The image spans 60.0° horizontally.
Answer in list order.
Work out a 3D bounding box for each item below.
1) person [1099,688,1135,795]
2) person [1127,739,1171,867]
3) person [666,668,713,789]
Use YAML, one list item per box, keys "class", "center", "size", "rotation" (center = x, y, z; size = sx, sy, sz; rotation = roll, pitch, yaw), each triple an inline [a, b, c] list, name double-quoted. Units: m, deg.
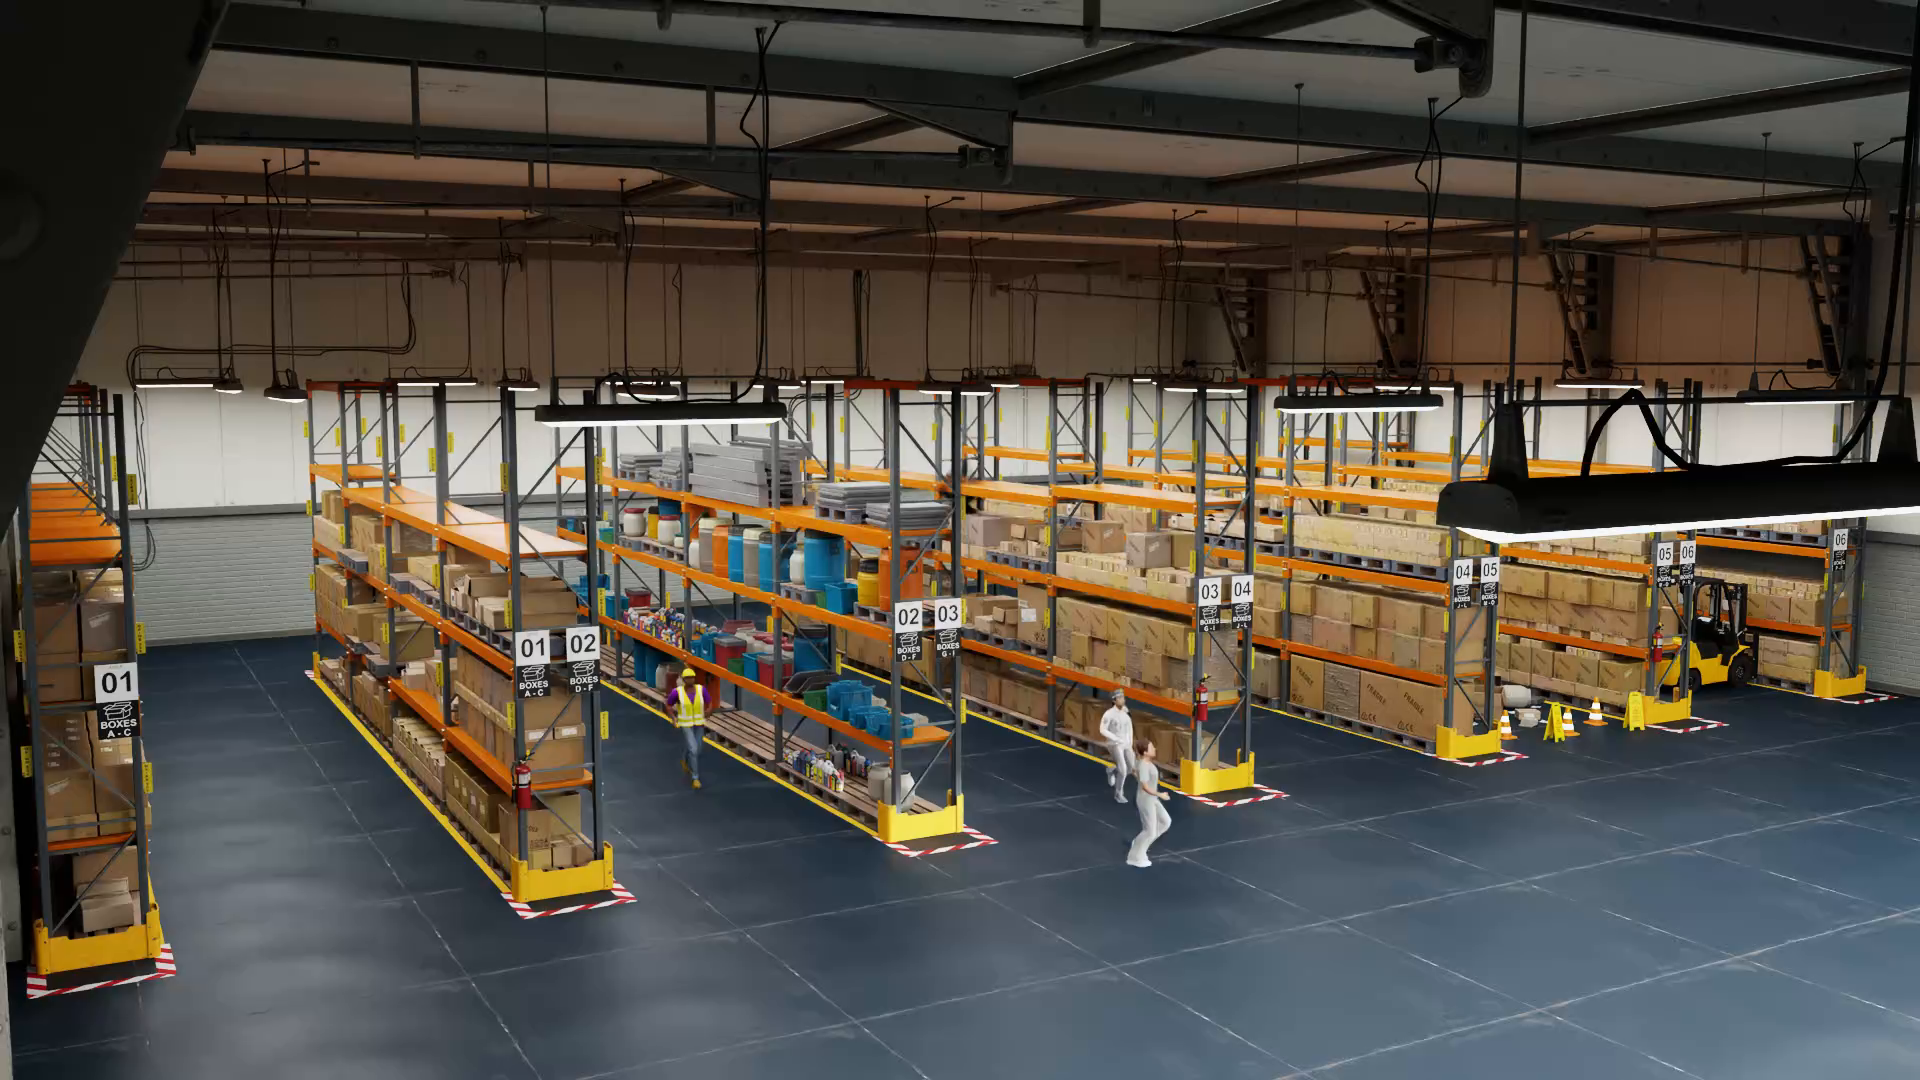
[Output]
- class: "person"
  center: [2.296, 2.921, 24.073]
  size: [0.656, 1.578, 0.494]
  rotation: [-5, 8, -41]
- class: "person"
  center: [2.382, 3.298, 20.933]
  size: [0.547, 1.627, 0.571]
  rotation: [1, 6, 6]
- class: "person"
  center: [-4.051, 2.800, 25.074]
  size: [0.689, 1.767, 0.852]
  rotation: [-3, 7, -27]
